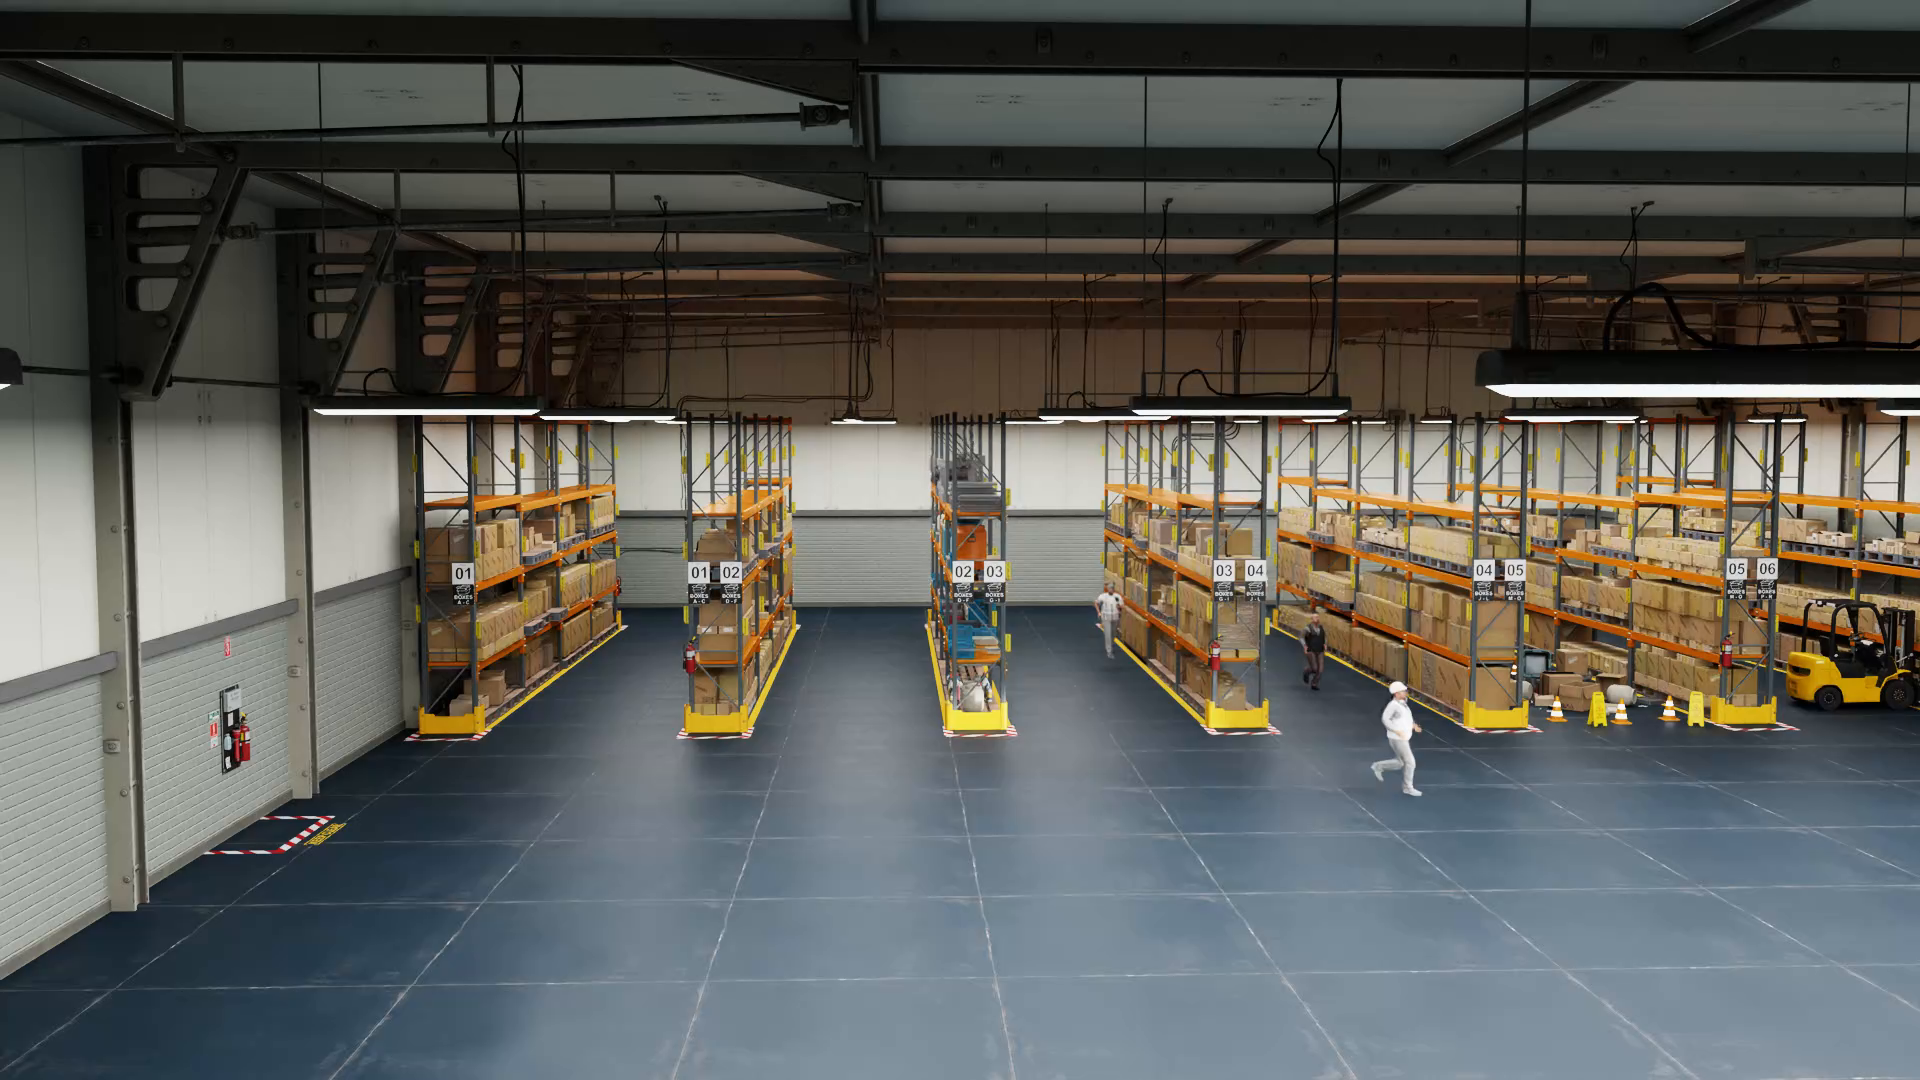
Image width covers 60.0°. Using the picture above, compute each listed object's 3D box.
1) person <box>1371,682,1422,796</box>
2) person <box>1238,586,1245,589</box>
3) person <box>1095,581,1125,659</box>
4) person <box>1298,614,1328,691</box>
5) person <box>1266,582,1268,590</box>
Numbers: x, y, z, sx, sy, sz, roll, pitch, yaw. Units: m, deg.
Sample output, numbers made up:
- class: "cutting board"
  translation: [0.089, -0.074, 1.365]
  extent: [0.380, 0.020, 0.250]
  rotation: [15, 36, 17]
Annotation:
- class: "person"
  translation: [6.821, 3.092, 25.989]
  extent: [0.819, 1.763, 0.662]
  rotation: [2, 4, 27]
- class: "person"
  translation: [7.868, 1.749, 46.167]
  extent: [0.645, 1.696, 0.577]
  rotation: [0, 4, 2]
- class: "person"
  translation: [3.547, 1.884, 39.069]
  extent: [0.662, 1.828, 0.891]
  rotation: [-1, 4, -11]
- class: "person"
  translation: [7.708, 2.433, 36.115]
  extent: [0.658, 1.676, 0.583]
  rotation: [-1, 4, -14]
- class: "person"
  translation: [8.726, 1.603, 49.005]
  extent: [0.544, 1.601, 0.682]
  rotation: [0, 4, -2]
